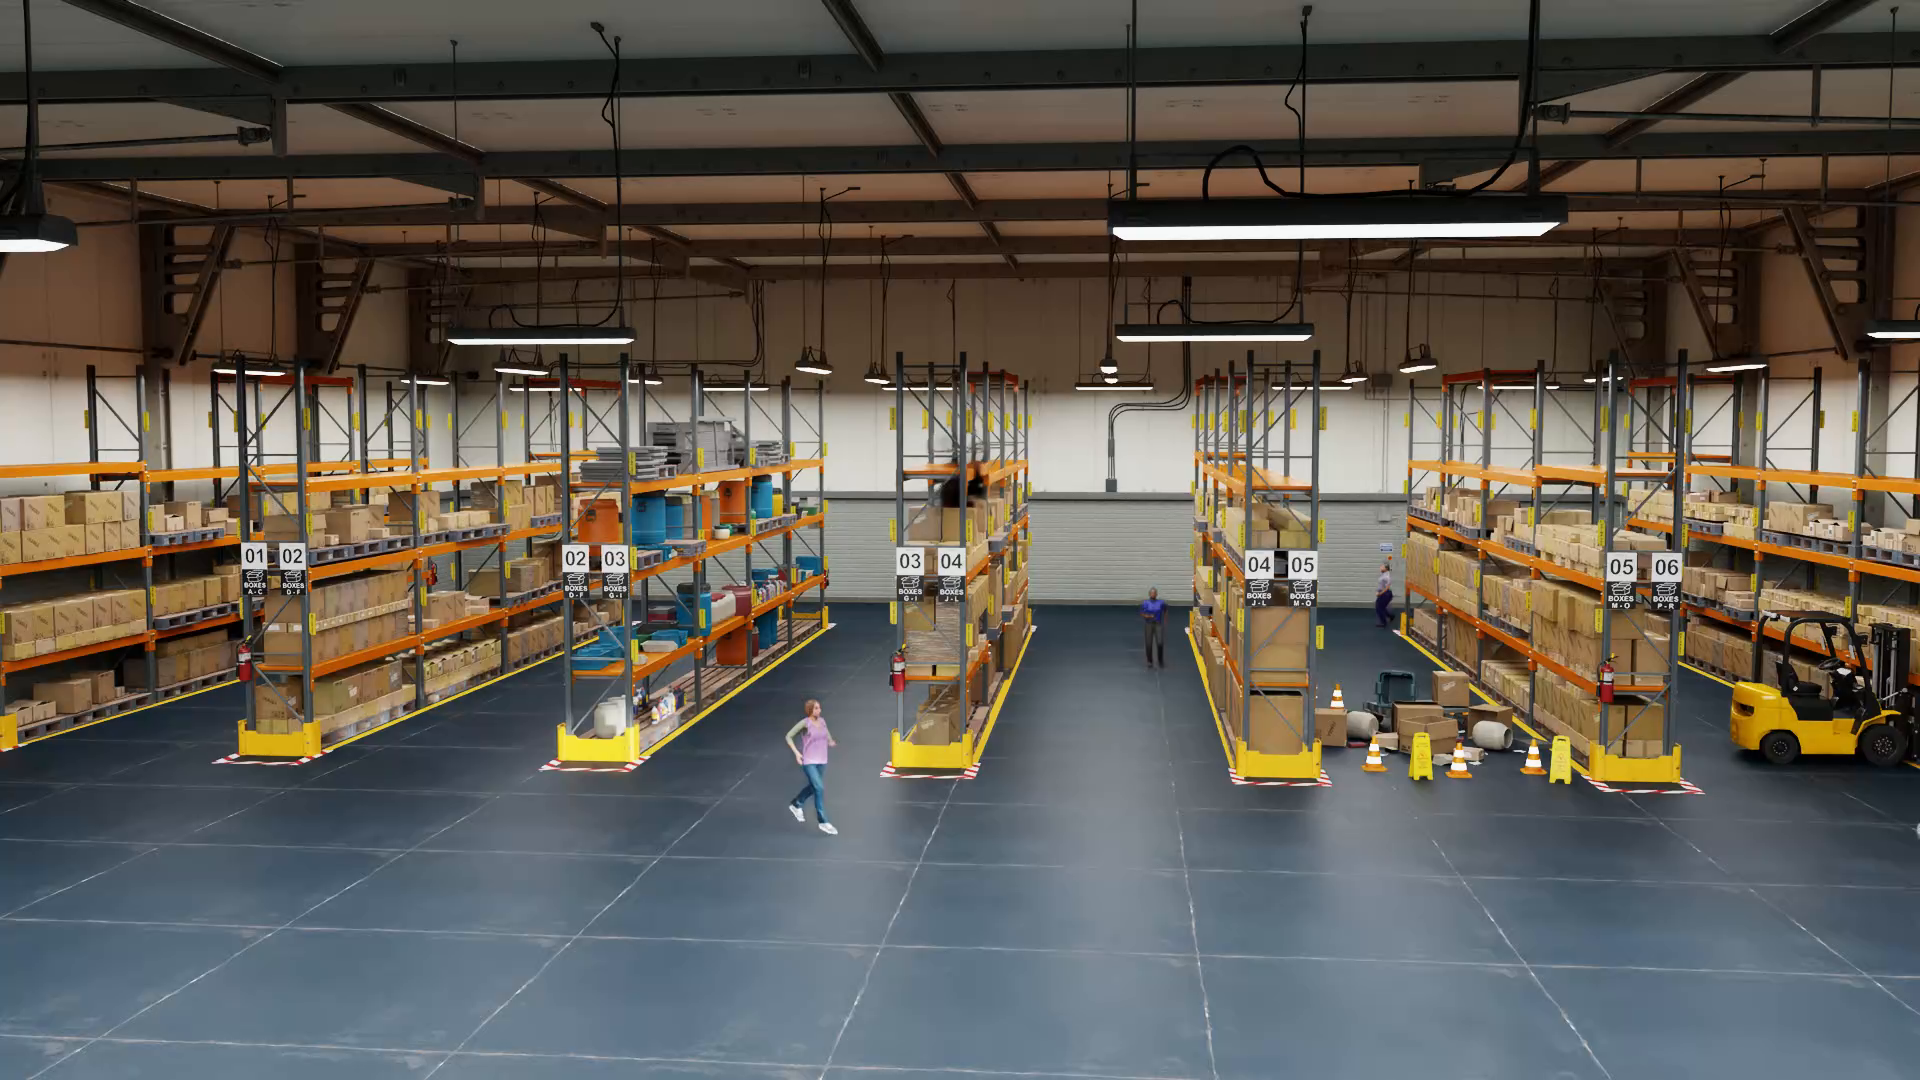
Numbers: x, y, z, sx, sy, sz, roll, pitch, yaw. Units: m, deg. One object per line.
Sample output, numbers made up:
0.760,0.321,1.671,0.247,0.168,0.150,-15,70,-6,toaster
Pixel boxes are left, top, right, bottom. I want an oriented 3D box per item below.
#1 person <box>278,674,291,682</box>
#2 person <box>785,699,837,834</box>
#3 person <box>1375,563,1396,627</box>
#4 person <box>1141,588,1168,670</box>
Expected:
-11.603,2.132,28.770,0.573,1.650,0.562,0,4,-1,person
-1.802,2.735,20.334,0.871,1.596,0.539,3,5,39,person
10.344,1.350,40.380,0.524,1.582,0.668,0,4,6,person
3.931,1.801,33.586,0.570,1.679,0.676,0,4,3,person
